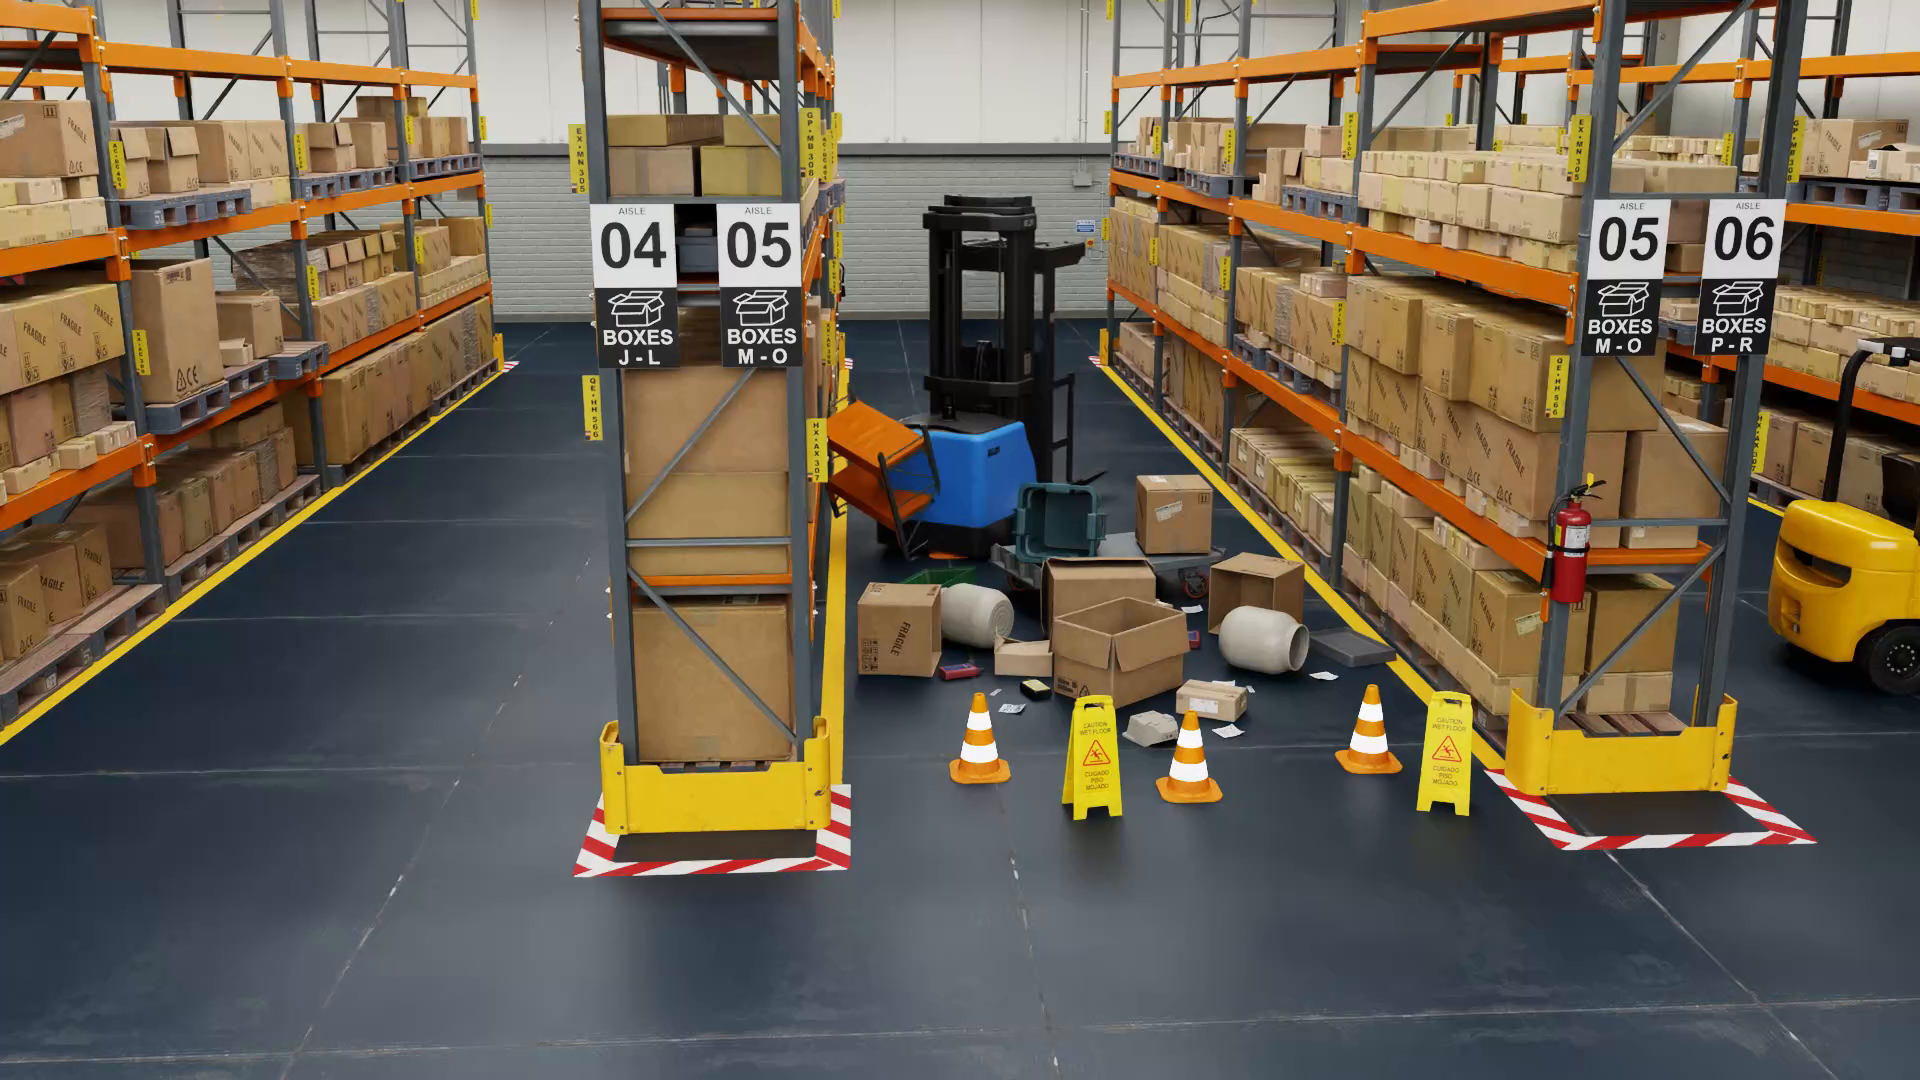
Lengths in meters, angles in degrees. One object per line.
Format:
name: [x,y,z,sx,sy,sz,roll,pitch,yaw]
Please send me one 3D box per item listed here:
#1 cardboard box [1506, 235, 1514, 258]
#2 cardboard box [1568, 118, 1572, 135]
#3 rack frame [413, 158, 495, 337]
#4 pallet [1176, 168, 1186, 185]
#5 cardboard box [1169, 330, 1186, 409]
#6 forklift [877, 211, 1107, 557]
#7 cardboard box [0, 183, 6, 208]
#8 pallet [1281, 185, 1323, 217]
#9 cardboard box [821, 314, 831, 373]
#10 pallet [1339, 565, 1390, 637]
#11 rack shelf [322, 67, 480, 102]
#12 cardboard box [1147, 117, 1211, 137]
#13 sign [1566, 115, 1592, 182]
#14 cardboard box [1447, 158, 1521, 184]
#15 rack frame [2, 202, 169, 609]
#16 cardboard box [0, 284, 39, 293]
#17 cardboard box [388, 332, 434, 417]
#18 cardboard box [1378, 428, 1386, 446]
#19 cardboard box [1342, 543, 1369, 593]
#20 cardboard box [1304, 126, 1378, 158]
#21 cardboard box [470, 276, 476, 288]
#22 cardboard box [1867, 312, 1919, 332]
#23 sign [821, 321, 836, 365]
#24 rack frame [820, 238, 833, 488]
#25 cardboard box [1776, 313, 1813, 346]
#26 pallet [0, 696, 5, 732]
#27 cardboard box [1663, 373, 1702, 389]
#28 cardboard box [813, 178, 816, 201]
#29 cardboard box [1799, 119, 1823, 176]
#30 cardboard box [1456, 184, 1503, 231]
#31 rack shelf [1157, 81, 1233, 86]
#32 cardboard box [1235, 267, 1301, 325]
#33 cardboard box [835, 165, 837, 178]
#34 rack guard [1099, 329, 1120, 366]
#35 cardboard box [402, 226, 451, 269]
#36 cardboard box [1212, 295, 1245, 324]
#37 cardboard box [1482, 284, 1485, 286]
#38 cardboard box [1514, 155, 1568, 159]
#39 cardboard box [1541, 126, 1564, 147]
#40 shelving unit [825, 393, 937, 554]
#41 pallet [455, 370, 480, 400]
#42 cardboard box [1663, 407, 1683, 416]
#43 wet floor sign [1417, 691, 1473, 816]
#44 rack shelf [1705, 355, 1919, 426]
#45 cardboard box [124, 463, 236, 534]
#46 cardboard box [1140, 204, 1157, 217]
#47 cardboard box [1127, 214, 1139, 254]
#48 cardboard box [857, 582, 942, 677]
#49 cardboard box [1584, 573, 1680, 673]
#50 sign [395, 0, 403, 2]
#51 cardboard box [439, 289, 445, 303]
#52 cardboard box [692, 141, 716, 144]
cardboard box: [3.380,-1.694,9.576,0.380,0.149,0.250,-1,14,-3]
cardboard box: [7.542,-4.996,19.937,0.396,0.266,0.258,-1,14,-4]
rack frame: [-7.221,-3.913,23.715,1.000,3.000,0.127,-1,14,-3]
pallet: [3.024,-4.204,19.210,0.909,0.209,1.282,0,14,-1]
cardboard box: [3.036,-2.093,20.061,0.875,0.875,0.875,0,14,-2]
forklift: [0.433,-1.557,14.872,1.129,2.843,3.031,8,16,27]
cardboard box: [-6.082,-2.098,10.141,0.380,0.149,0.250,0,14,-1]
pallet: [3.414,-2.856,13.966,1.213,0.211,1.003,-1,14,-3]
cardboard box: [-1.443,-1.791,15.268,0.500,0.500,0.500,-1,14,-3]
pallet: [3.490,0.435,12.411,1.003,0.211,1.213,-1,14,-3]
rack shelf: [-7.097,-5.779,21.174,1.077,0.370,4.000,-1,14,-3]
cardboard box: [2.802,-5.161,21.294,0.797,0.503,0.637,0,14,1]
sign: [3.106,-1.965,8.346,0.100,0.325,0.005,-1,14,-3]
cardboard box: [3.217,-2.264,10.192,0.380,0.149,0.250,-1,14,-2]
rack frame: [-6.477,-0.929,12.116,1.000,3.000,0.127,-1,14,-3]
cardboard box: [-6.703,-1.490,11.492,0.500,0.500,0.500,-1,14,-3]
cardboard box: [-6.913,-1.934,19.444,1.225,0.875,0.875,-1,14,-3]
cardboard box: [3.227,-0.749,11.922,0.380,0.149,0.250,-1,14,-4]
cardboard box: [3.181,0.198,12.414,0.500,0.250,0.500,-2,15,-6]
cardboard box: [3.165,-3.303,13.778,0.500,0.250,0.500,-1,14,-3]
cardboard box: [-6.823,-3.518,22.686,0.387,0.149,0.261,-1,14,-4]
cardboard box: [8.026,-1.858,14.227,0.380,0.149,0.250,-1,14,-5]
sign: [-8.936,-1.367,11.791,16.064,0.392,0.098,-1,14,-3]
rack frame: [-1.769,-1.975,16.182,1.000,3.000,0.127,-1,14,-3]
cardboard box: [7.948,-1.954,15.400,0.500,0.250,0.500,-1,14,-5]
pallet: [-6.249,1.195,9.458,1.003,0.211,1.213,-1,14,-3]
cardboard box: [7.816,-1.713,18.038,0.380,0.149,0.250,-1,14,-5]
cardboard box: [-1.116,-2.225,10.594,0.380,0.149,0.250,-1,14,-3]
cardboard box: [8.052,-3.599,15.231,0.700,0.500,0.500,-1,14,-5]
cardboard box: [3.294,-1.988,9.918,0.500,0.250,0.500,0,14,-2]
rack shelf: [2.794,-6.001,21.751,0.831,0.071,3.687,-1,14,-3]
cardboard box: [2.963,-2.357,16.026,0.500,0.500,0.500,-1,14,-5]
cardboard box: [-1.834,-4.723,21.145,0.500,0.250,0.500,0,14,-1]
rack guard: [2.669,-2.861,24.644,1.175,0.500,0.348,-1,14,-3]
cardboard box: [-6.807,-3.728,21.194,0.500,0.500,0.500,-1,14,-5]
cardboard box: [3.064,-2.501,18.027,0.999,0.500,2.557,-1,14,-4]
cardboard box: [7.401,-3.615,23.060,0.380,0.149,0.250,-1,14,-5]
cardboard box: [3.799,-2.402,10.725,0.380,0.149,0.250,-1,14,-3]
cardboard box: [7.600,-5.037,20.764,0.500,0.250,0.500,-1,14,-3]
shelving unit: [-0.679,-0.559,13.951,0.538,0.981,1.030,-33,42,-25]
pallet: [-7.021,-2.062,22.118,1.003,0.211,1.213,-1,14,-3]
cardboard box: [3.874,-0.530,9.770,0.500,0.500,0.500,0,14,-2]
wet floor sign: [2.605,1.117,8.890,0.267,0.644,0.232,4,15,16]
rack shelf: [8.244,-1.308,15.035,1.077,0.370,4.000,-1,14,-3]
cardboard box: [-6.540,-0.342,13.970,0.700,0.500,0.500,-2,15,-8]
cardboard box: [2.565,-4.309,21.744,0.380,0.149,0.250,-1,14,-5]
cardboard box: [2.526,-4.095,22.213,0.500,0.500,0.500,-1,14,-3]
cardboard box: [-0.400,0.599,11.188,0.500,0.500,0.500,2,15,6]
cardboard box: [3.885,0.467,9.860,0.500,0.500,0.500,-1,14,-5]
sign: [-6.432,-6.326,19.019,0.100,0.325,0.005,-1,14,-3]
cardboard box: [-6.711,-3.072,20.948,0.380,0.149,0.250,-1,14,-5]
cardboard box: [-1.642,-2.128,9.418,0.500,0.250,0.500,-1,14,-4]
